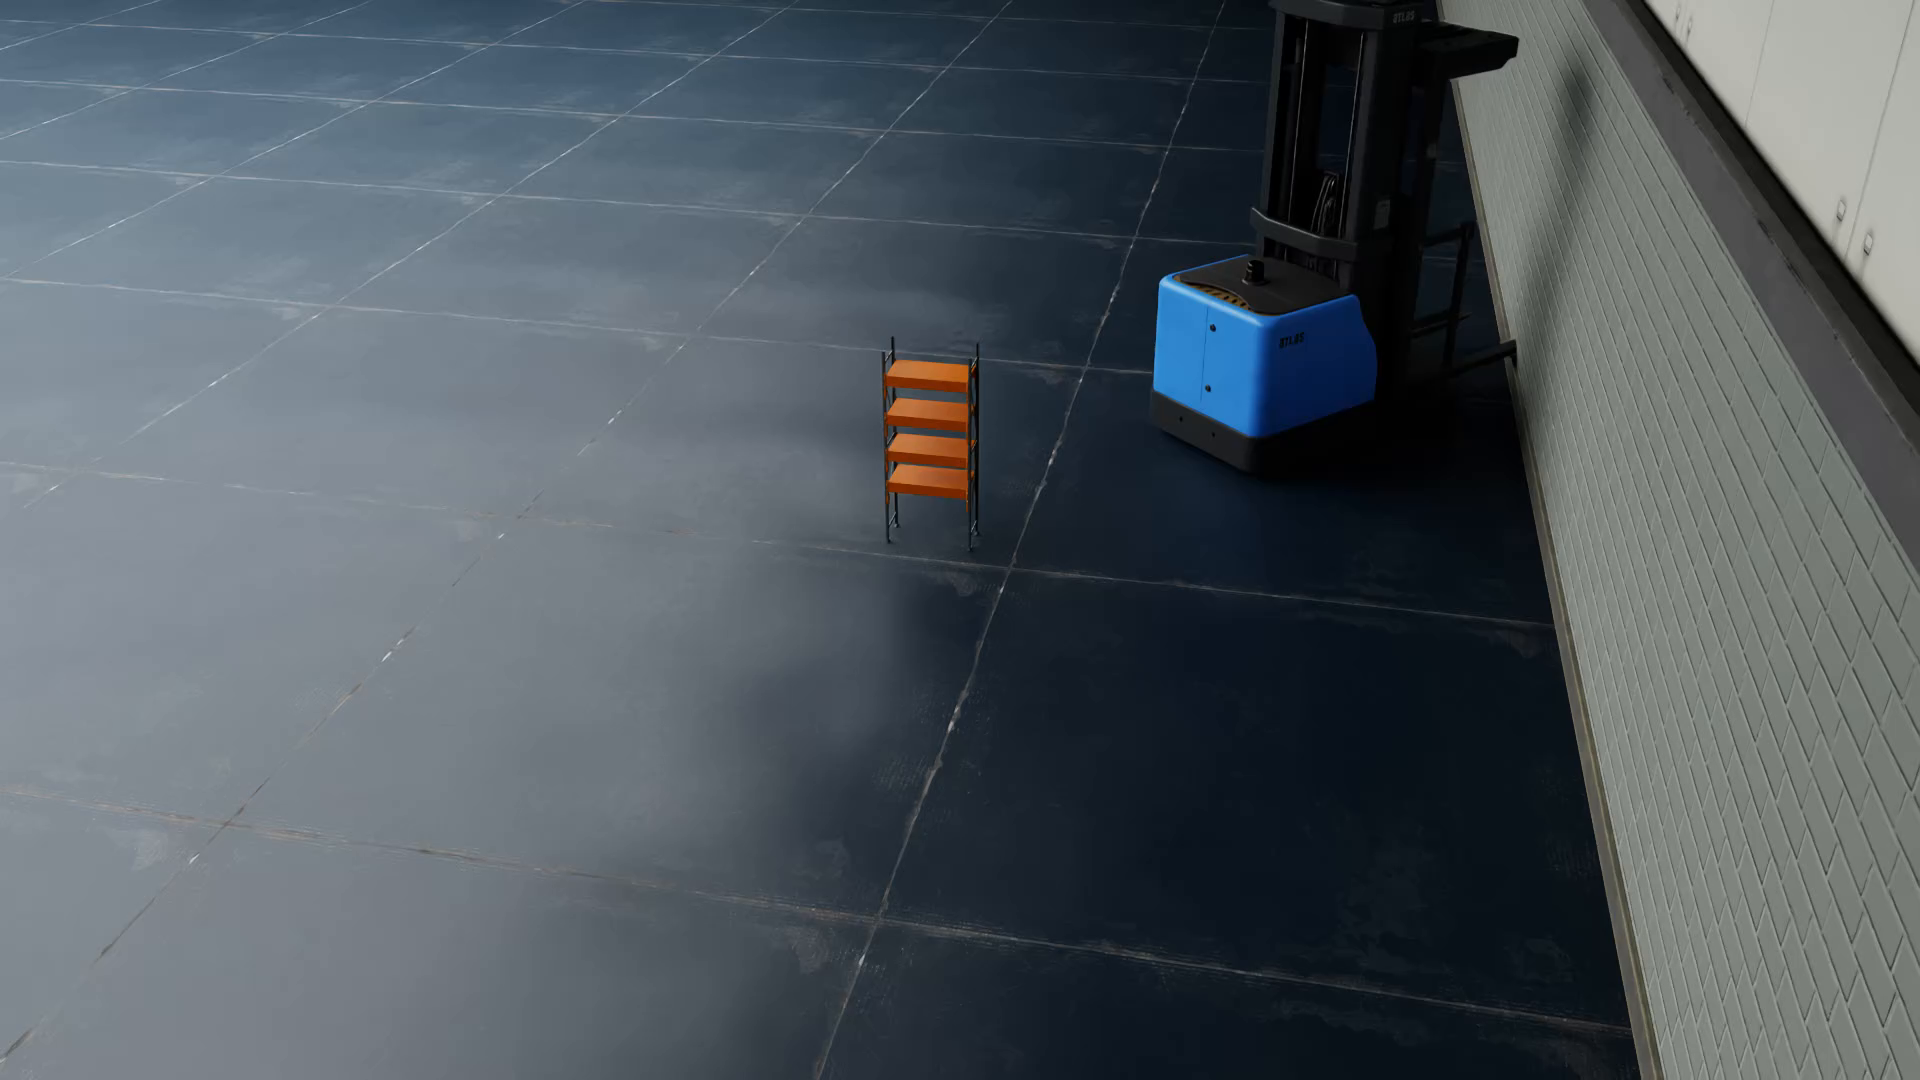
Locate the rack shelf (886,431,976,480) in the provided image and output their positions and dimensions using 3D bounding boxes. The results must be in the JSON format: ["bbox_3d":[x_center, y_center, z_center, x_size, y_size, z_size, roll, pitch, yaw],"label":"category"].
[{"bbox_3d":[-0.162,-0.484,9.525,0.480,0.148,0.258,6,29,11],"label":"rack shelf"}]

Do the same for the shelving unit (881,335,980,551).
[{"bbox_3d":[-0.162,-0.543,9.492,0.503,1.200,0.258,6,29,11],"label":"shelving unit"}]

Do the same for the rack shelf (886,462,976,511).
[{"bbox_3d":[-0.162,-0.310,9.620,0.480,0.148,0.258,6,29,11],"label":"rack shelf"}]

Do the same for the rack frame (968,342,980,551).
[{"bbox_3d":[0.077,-0.518,9.447,0.015,1.200,0.240,6,29,11],"label":"rack frame"}]

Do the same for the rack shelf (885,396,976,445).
[{"bbox_3d":[-0.162,-0.680,9.417,0.480,0.148,0.258,6,29,11],"label":"rack shelf"}]

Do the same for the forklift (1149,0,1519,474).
[{"bbox_3d":[2.747,-2.245,10.799,3.031,2.935,1.130,-19,34,-31],"label":"forklift"}]

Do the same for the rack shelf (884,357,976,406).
[{"bbox_3d":[-0.162,-0.888,9.303,0.480,0.148,0.258,6,29,11],"label":"rack shelf"}]

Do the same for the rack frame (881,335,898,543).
[{"bbox_3d":[-0.400,-0.567,9.537,0.015,1.200,0.240,6,29,11],"label":"rack frame"}]
